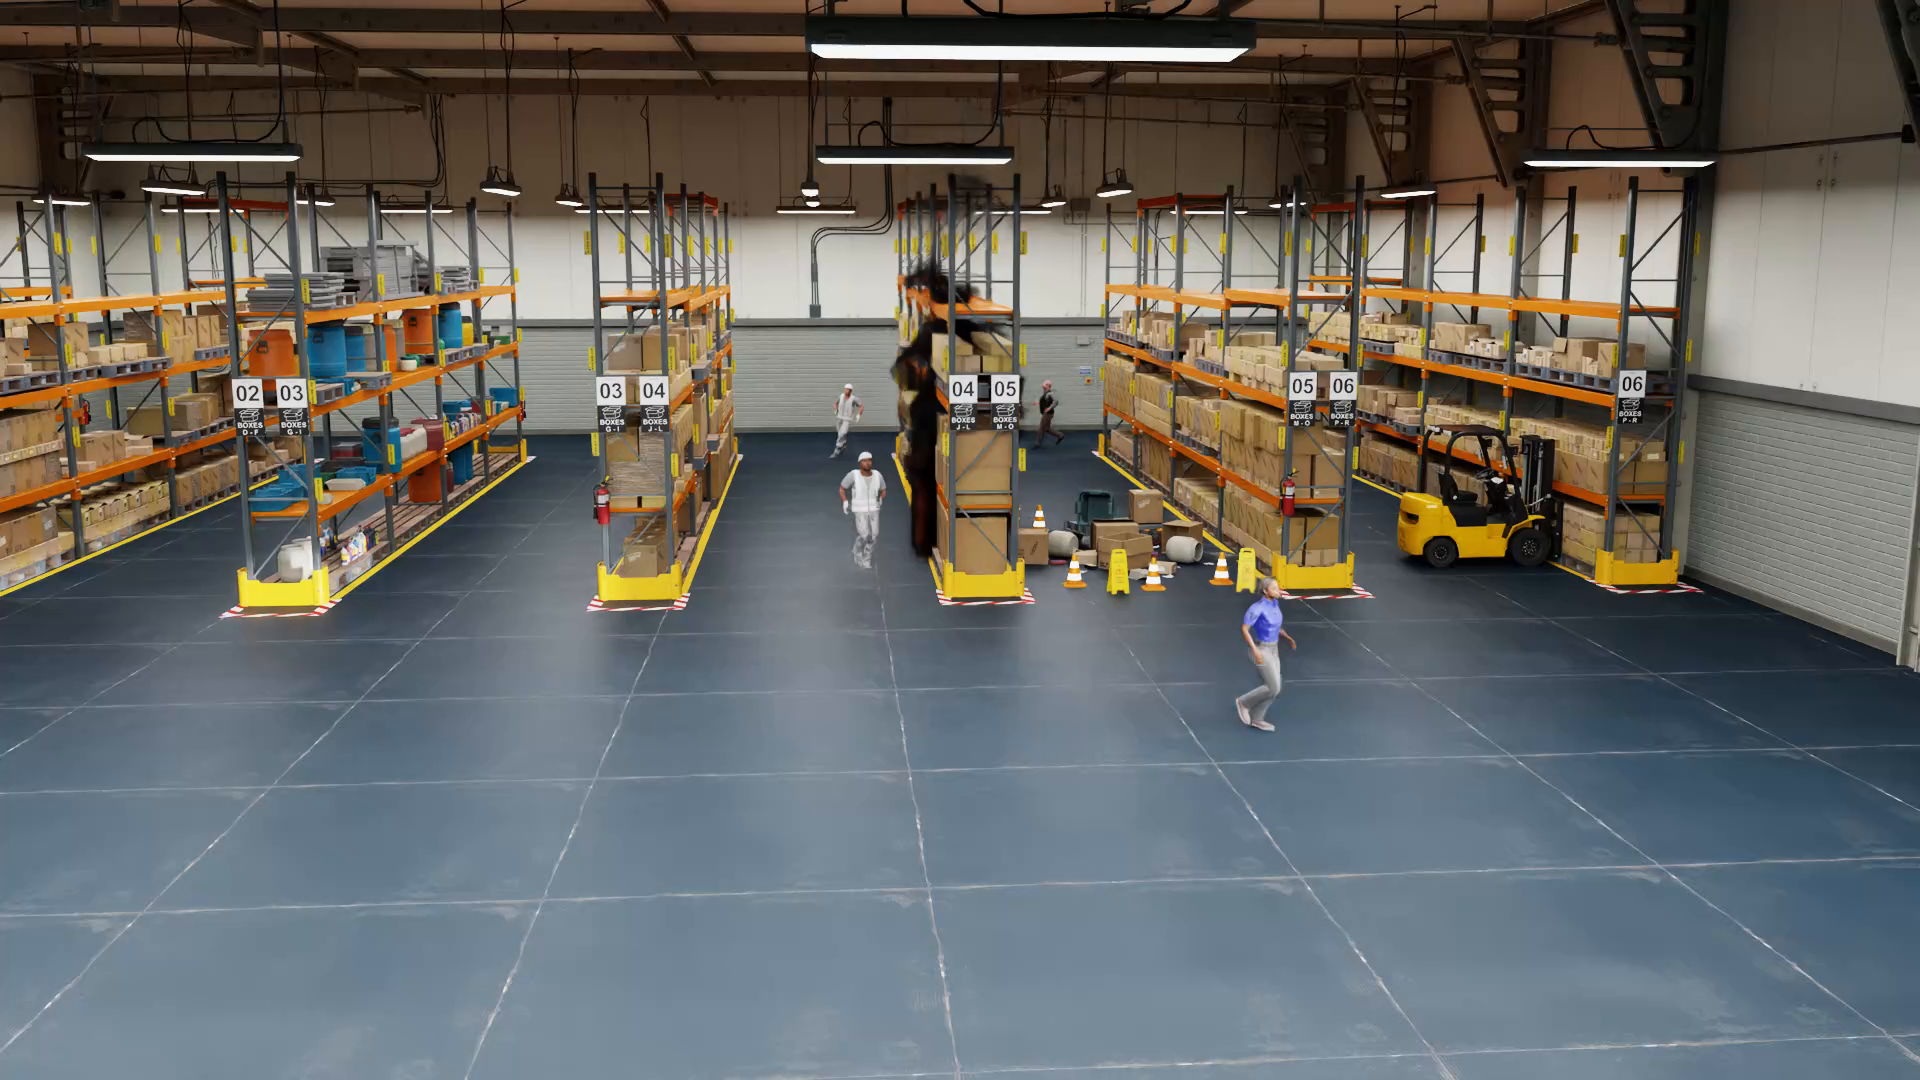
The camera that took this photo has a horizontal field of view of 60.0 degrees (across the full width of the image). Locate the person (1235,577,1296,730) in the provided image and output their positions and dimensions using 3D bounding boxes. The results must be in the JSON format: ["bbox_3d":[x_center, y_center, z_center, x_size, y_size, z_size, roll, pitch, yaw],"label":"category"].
[{"bbox_3d":[3.203,1.183,17.379,0.552,1.625,0.591,7,12,34],"label":"person"}]

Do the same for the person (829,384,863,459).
[{"bbox_3d":[-2.741,-2.851,39.680,0.758,1.772,0.891,5,11,25],"label":"person"}]

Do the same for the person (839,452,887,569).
[{"bbox_3d":[-1.368,-0.414,24.357,0.680,1.751,0.580,-4,11,-21],"label":"person"}]

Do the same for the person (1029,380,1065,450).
[{"bbox_3d":[2.197,-3.110,41.401,0.937,1.734,0.667,-1,10,-8],"label":"person"}]
